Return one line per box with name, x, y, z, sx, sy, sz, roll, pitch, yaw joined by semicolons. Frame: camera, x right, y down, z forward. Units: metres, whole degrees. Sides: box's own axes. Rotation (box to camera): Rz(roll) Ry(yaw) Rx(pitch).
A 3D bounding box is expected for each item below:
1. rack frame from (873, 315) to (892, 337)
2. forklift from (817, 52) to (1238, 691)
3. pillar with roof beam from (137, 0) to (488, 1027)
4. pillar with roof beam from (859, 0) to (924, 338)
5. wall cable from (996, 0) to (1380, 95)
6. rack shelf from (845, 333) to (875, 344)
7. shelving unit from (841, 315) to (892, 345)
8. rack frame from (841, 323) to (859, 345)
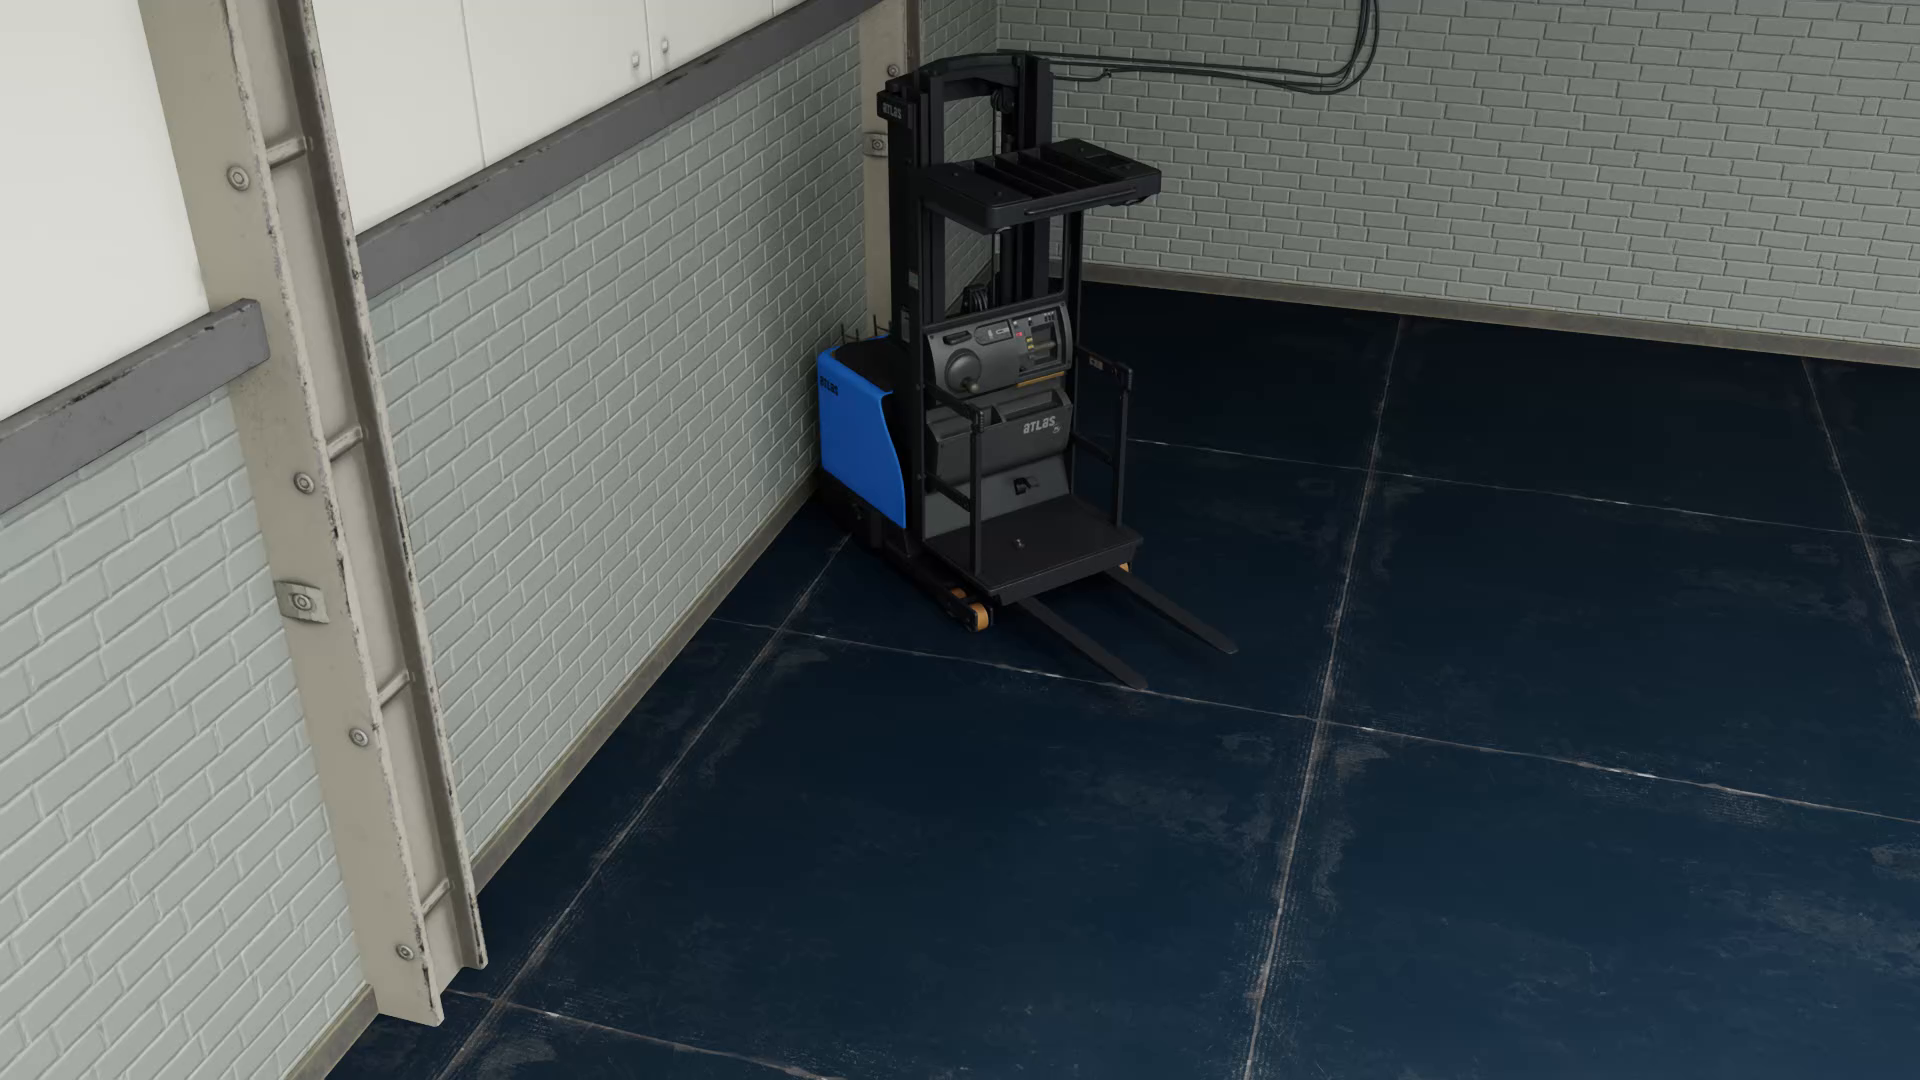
rack frame;-0.468;-0.940;10.840;0.008;1.050;0.200;-19;28;-30
forklift;0.347;-1.027;9.082;1.130;2.935;3.031;-18;34;-29
pillar with roof beam;1.916;-1.465;3.628;9.100;9.000;0.400;8;30;15
pillar with roof beam;3.677;-4.254;8.640;9.100;9.000;0.400;8;30;15
wall cable;1.691;-4.691;12.621;3.097;2.526;0.112;8;30;15
rack shelf;-0.584;-1.155;10.668;0.240;0.259;0.215;-19;28;-30
shelving unit;-0.568;-0.906;10.779;0.252;1.050;0.215;-19;28;-30
rack frame;-0.668;-0.872;10.718;0.008;1.050;0.200;-19;28;-30
